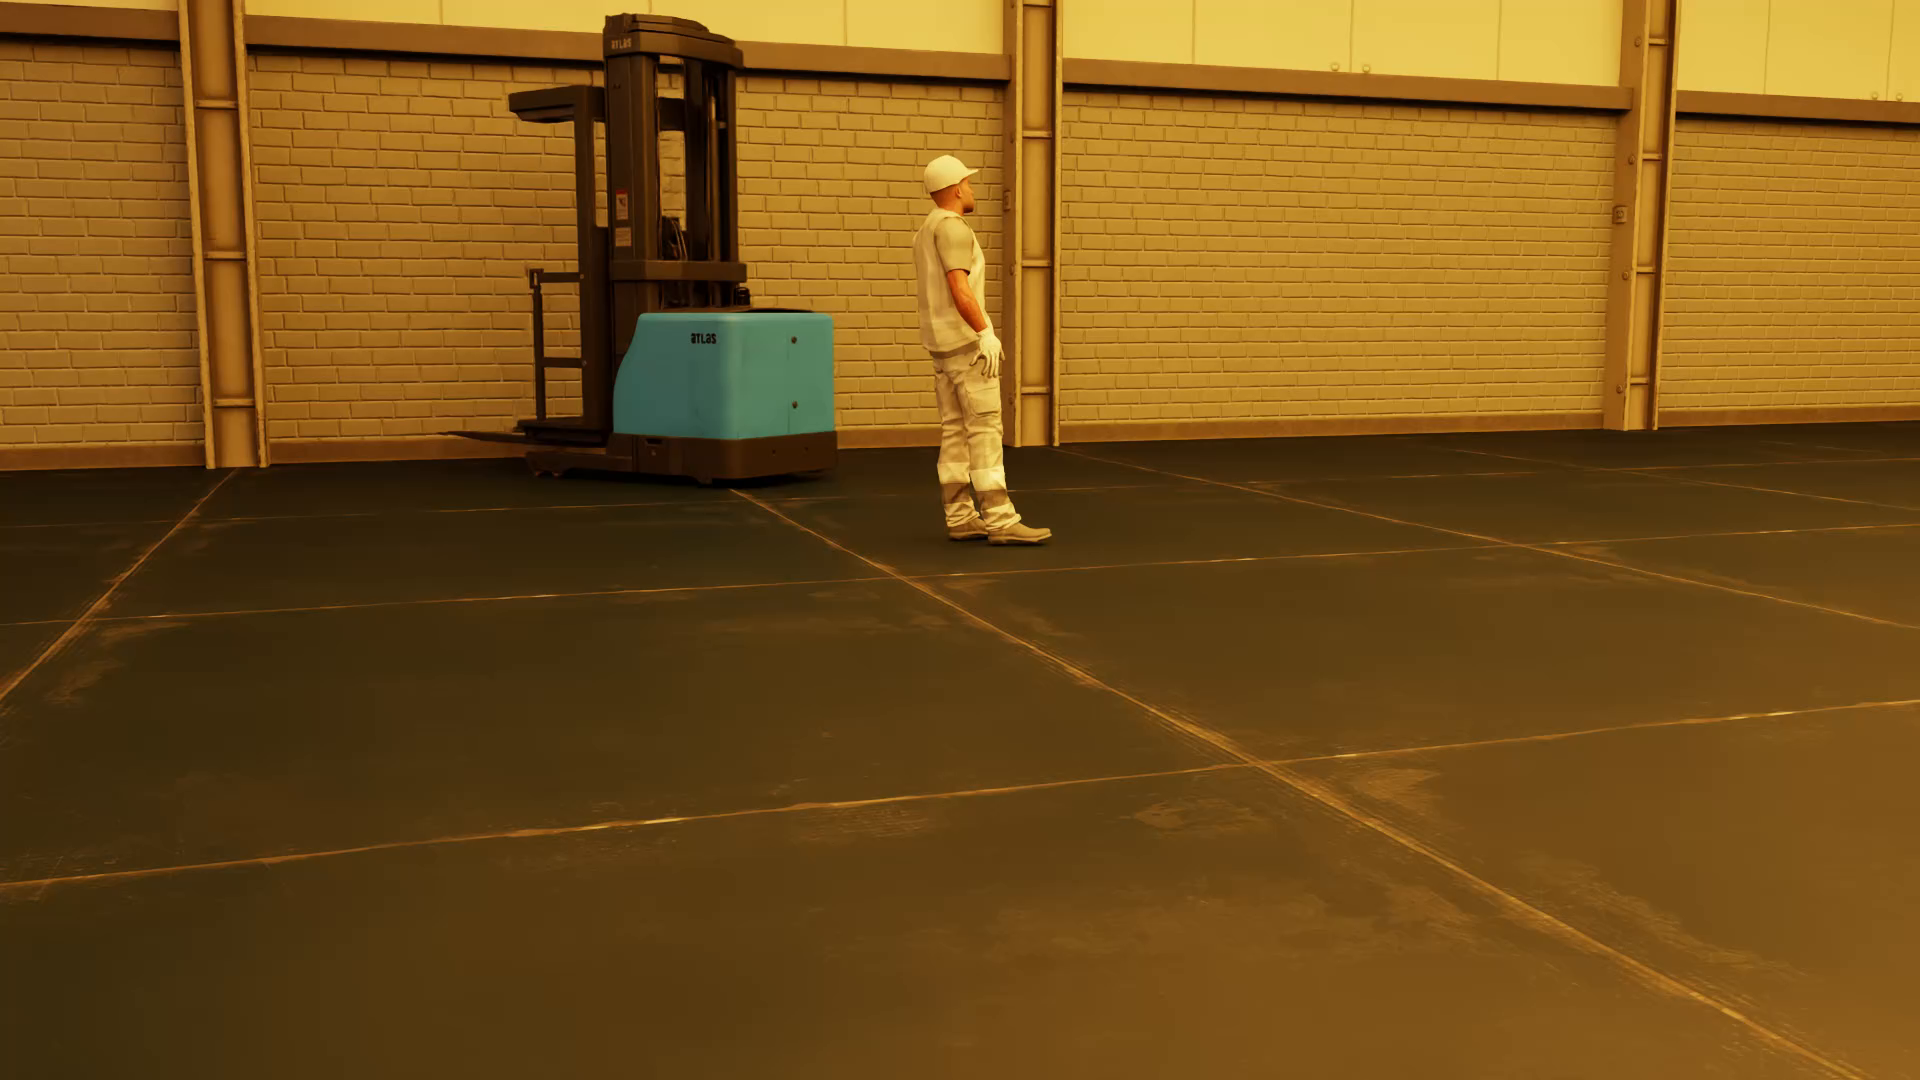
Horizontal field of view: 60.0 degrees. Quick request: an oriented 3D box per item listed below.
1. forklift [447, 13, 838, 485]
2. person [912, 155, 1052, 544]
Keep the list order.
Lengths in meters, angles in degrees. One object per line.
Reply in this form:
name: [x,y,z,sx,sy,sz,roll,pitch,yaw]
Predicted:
forklift: [-2.285,-1.923,11.188,3.031,2.935,1.130,6,10,36]
person: [0.080,-0.896,7.816,0.564,1.787,0.637,-3,8,-18]
